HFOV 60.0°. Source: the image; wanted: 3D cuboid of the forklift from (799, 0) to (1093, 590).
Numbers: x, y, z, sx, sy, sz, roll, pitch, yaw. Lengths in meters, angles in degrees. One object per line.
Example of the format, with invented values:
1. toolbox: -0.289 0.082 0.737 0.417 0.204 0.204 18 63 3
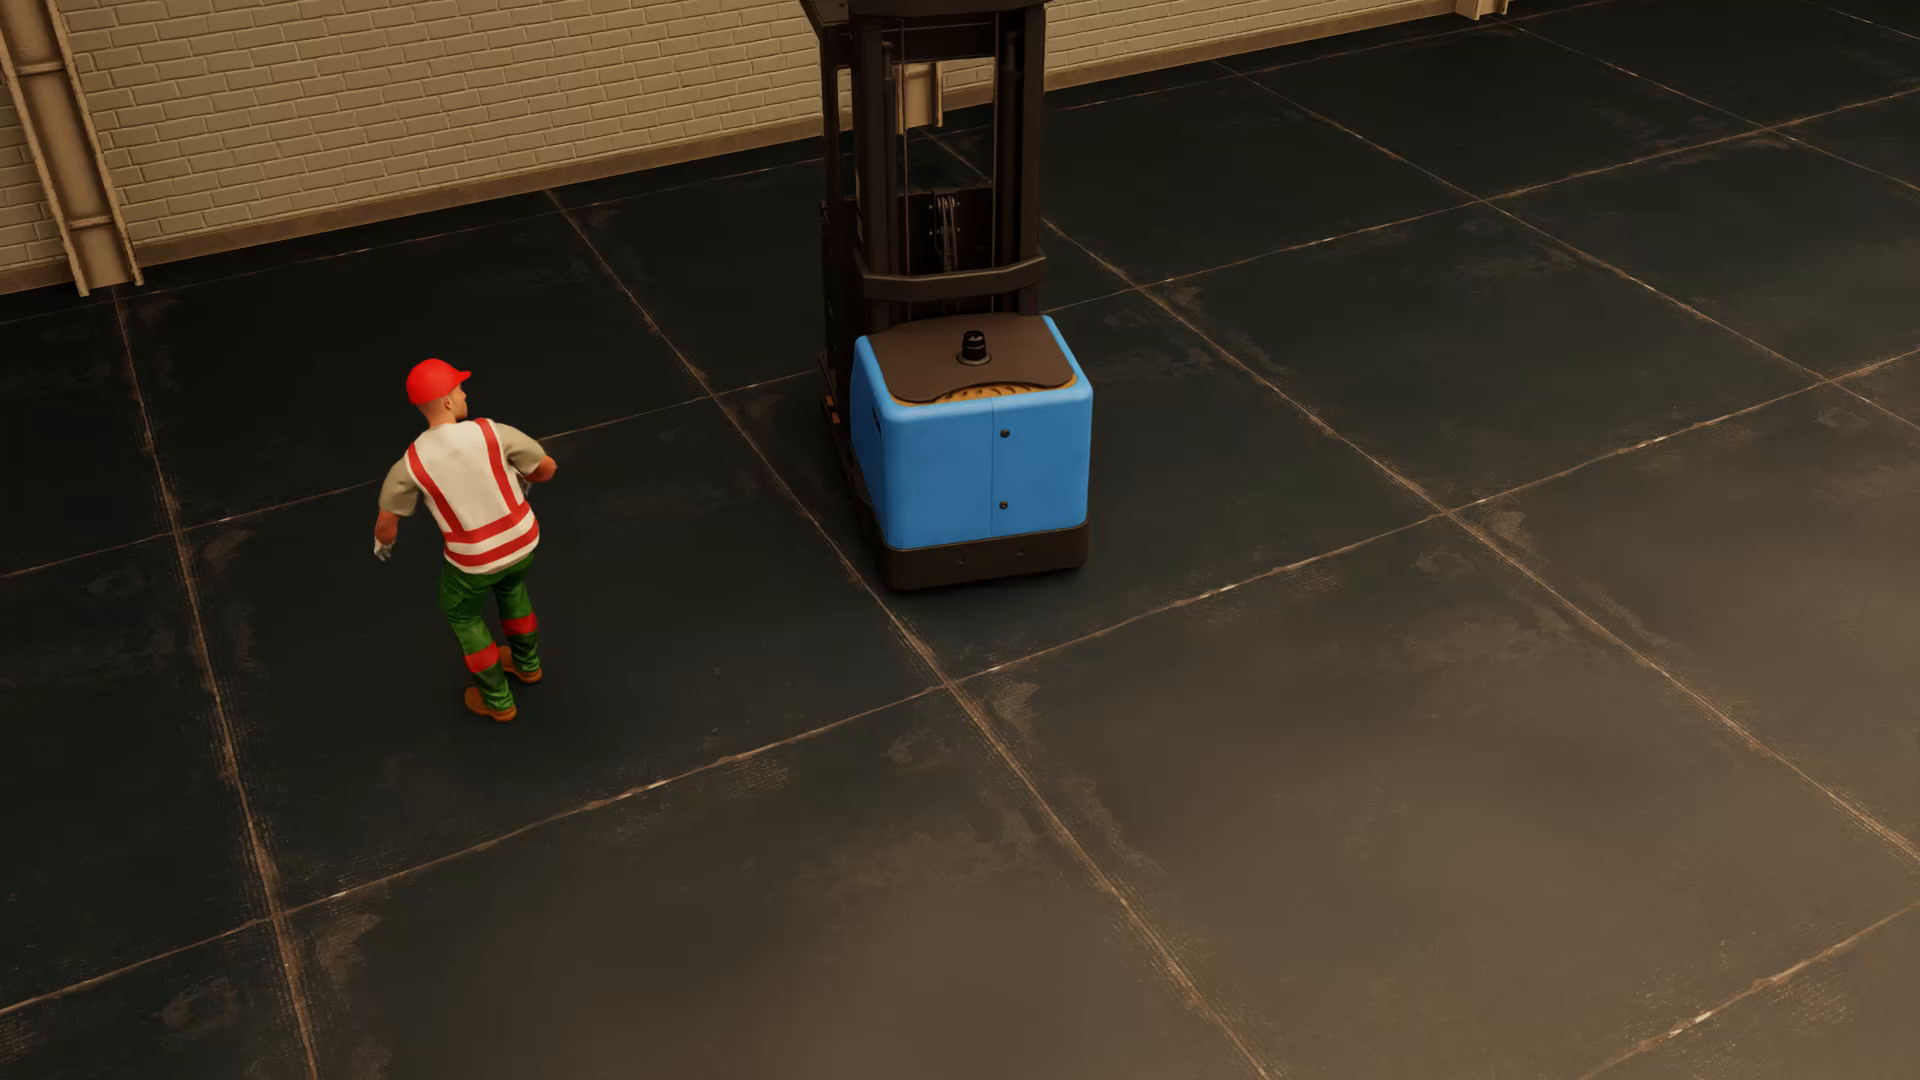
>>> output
1. forklift: -0.186 -1.798 8.666 1.130 2.935 3.031 -8 36 -11

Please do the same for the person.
1. person: -2.107 0.003 7.181 0.763 1.728 0.520 -22 41 -28
